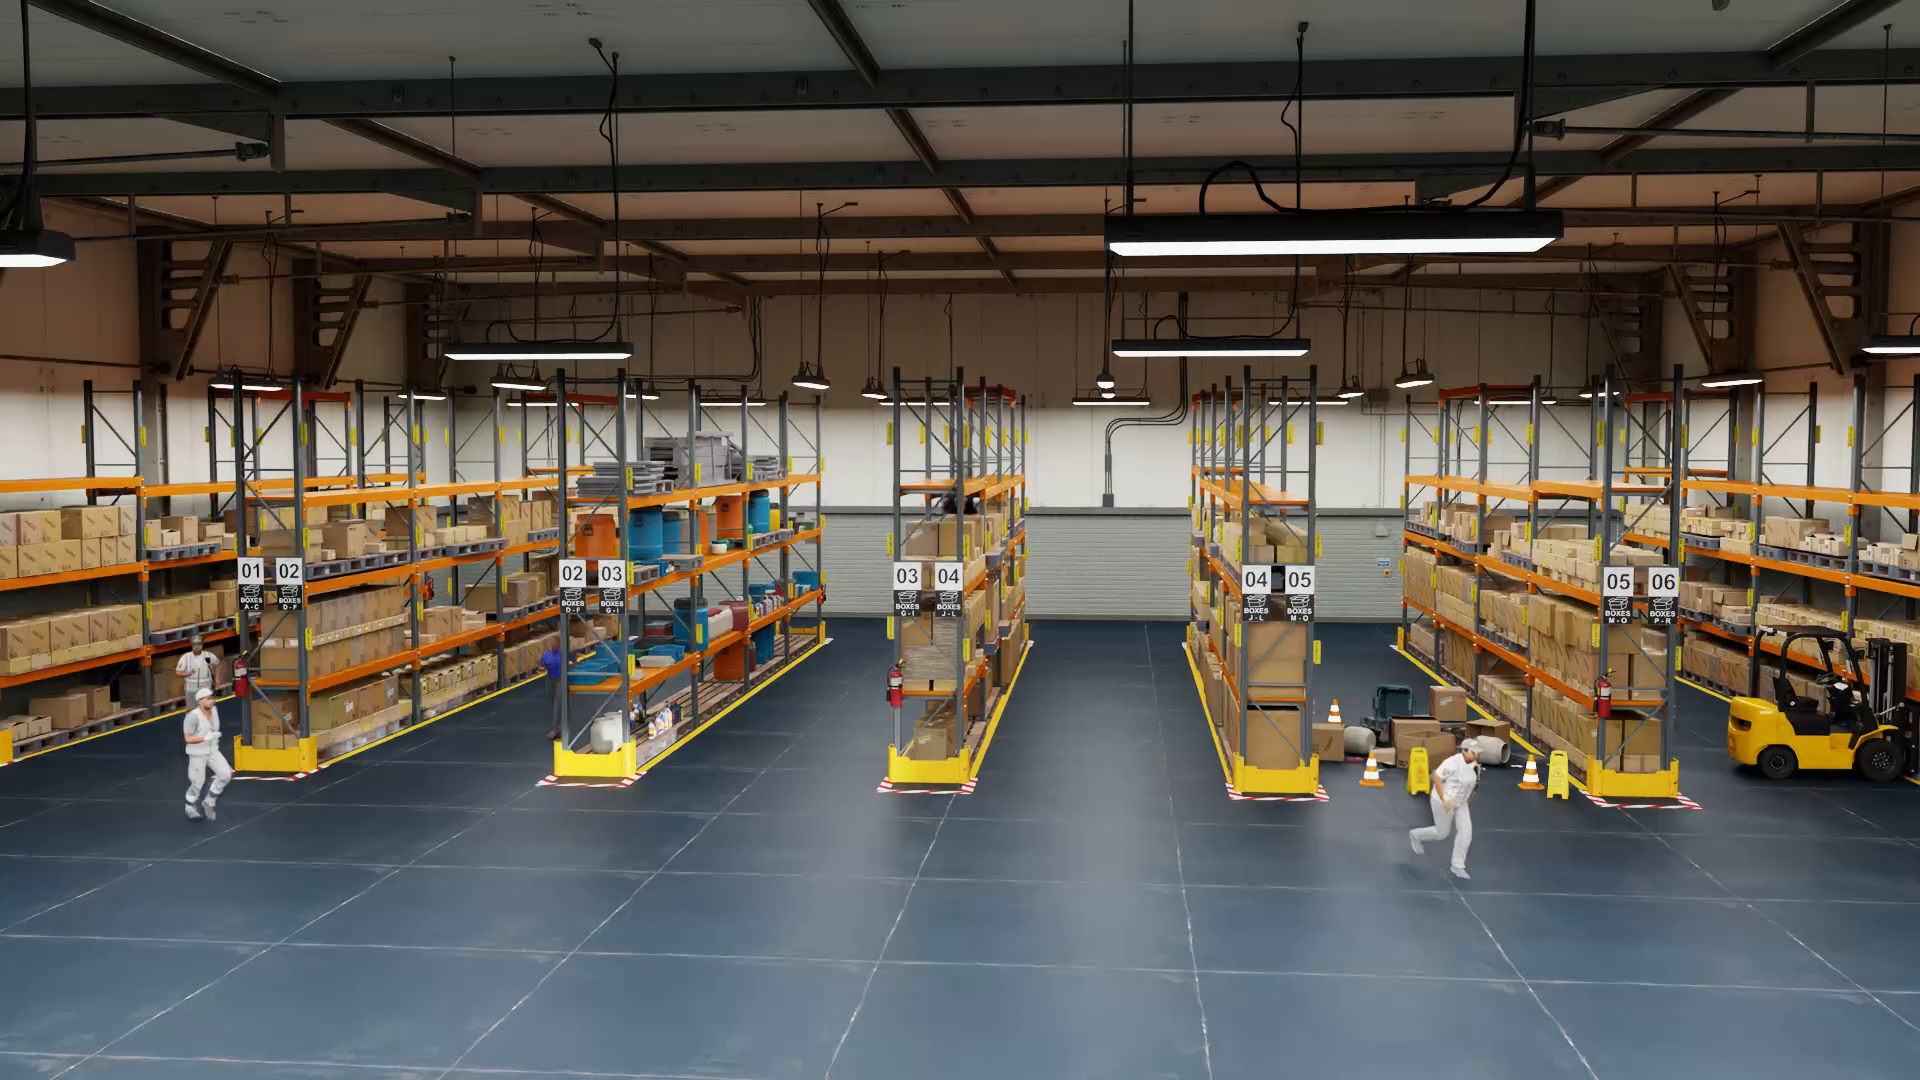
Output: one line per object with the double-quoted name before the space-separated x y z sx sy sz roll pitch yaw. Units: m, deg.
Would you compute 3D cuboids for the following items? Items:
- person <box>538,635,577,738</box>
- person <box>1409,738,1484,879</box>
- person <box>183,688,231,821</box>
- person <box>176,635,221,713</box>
"person" -6.748 2.419 27.857 0.566 1.663 0.929 1 4 10
"person" 5.615 3.045 19.150 0.612 1.625 0.956 -3 5 -38
"person" -9.751 2.768 21.489 0.807 1.744 0.696 2 4 25
"person" -12.277 2.438 26.821 0.659 1.813 0.891 -1 4 -22
